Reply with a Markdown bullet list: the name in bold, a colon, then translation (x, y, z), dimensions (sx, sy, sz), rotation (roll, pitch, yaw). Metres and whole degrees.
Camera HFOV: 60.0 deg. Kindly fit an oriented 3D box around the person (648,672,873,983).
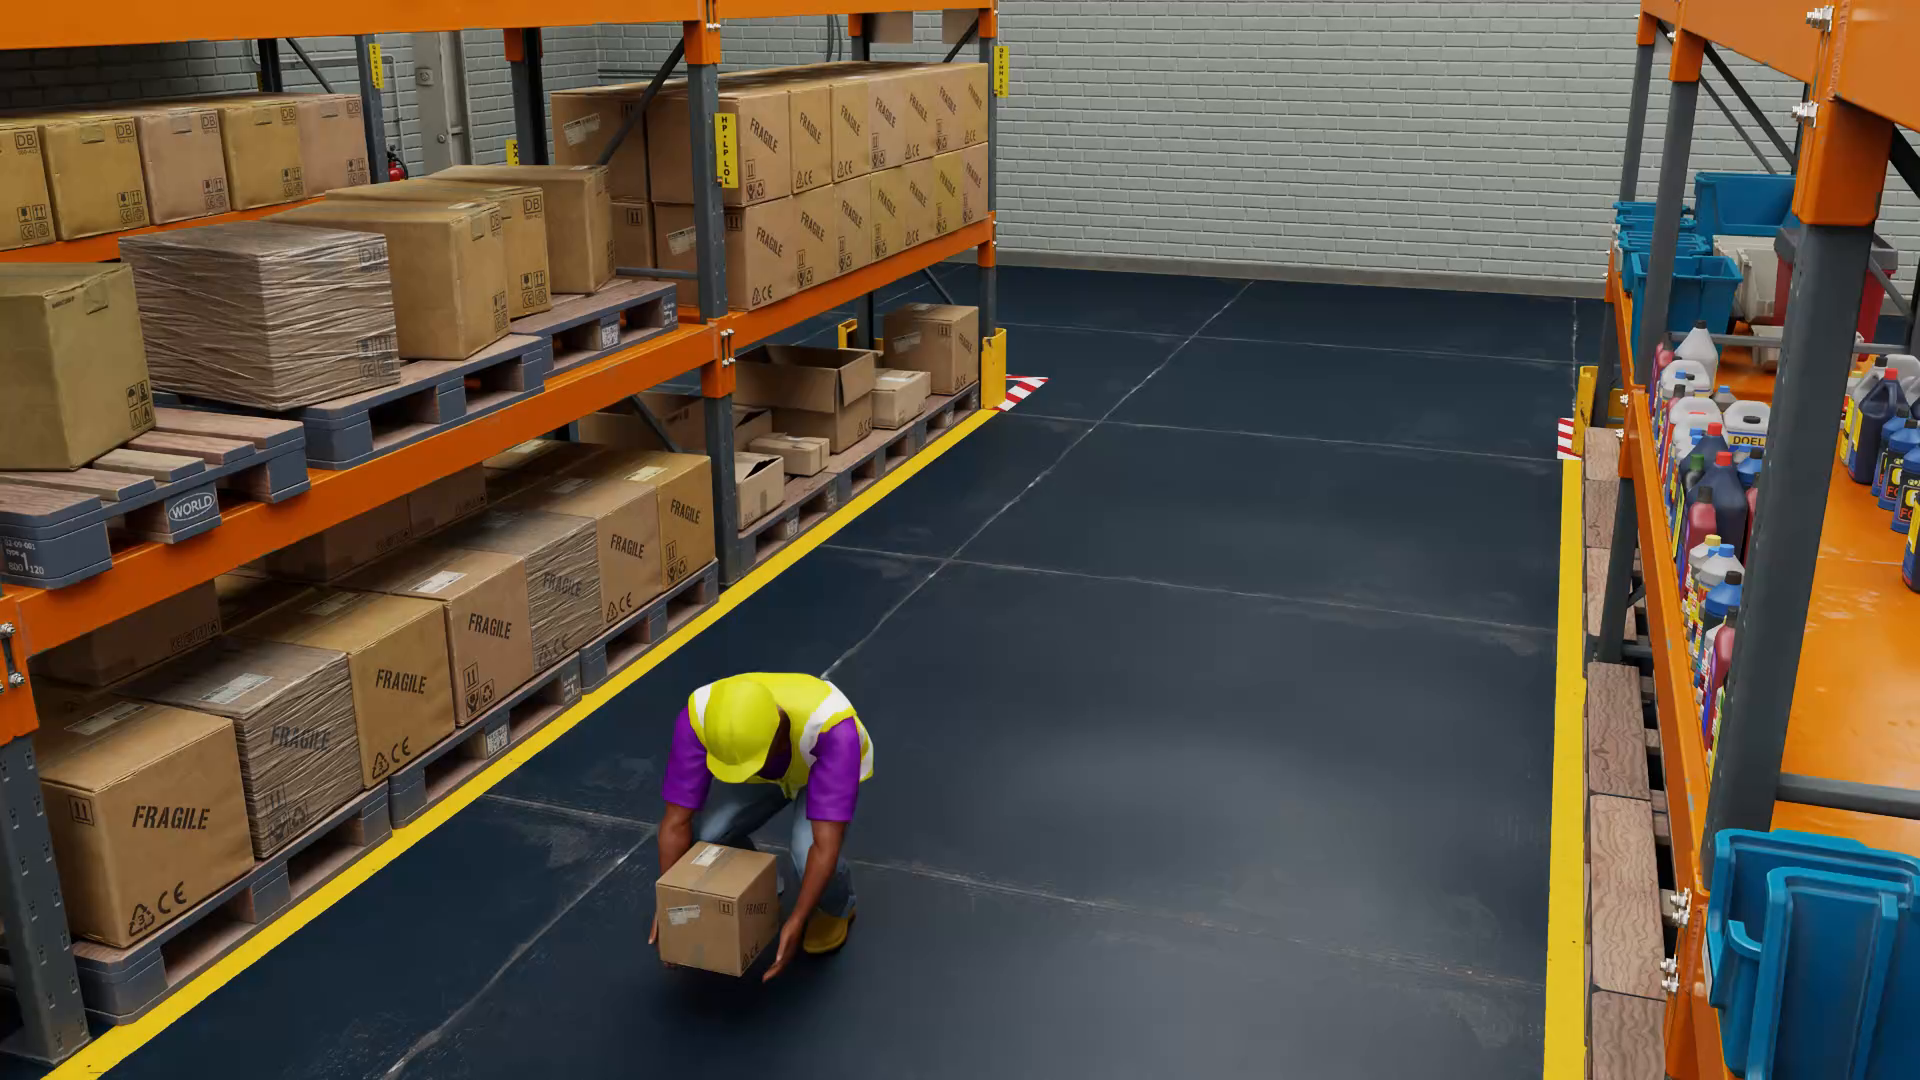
- **person**: translation (-0.530, 0.782, 4.929), dimensions (0.583, 0.985, 0.891), rotation (6, 20, 18)
